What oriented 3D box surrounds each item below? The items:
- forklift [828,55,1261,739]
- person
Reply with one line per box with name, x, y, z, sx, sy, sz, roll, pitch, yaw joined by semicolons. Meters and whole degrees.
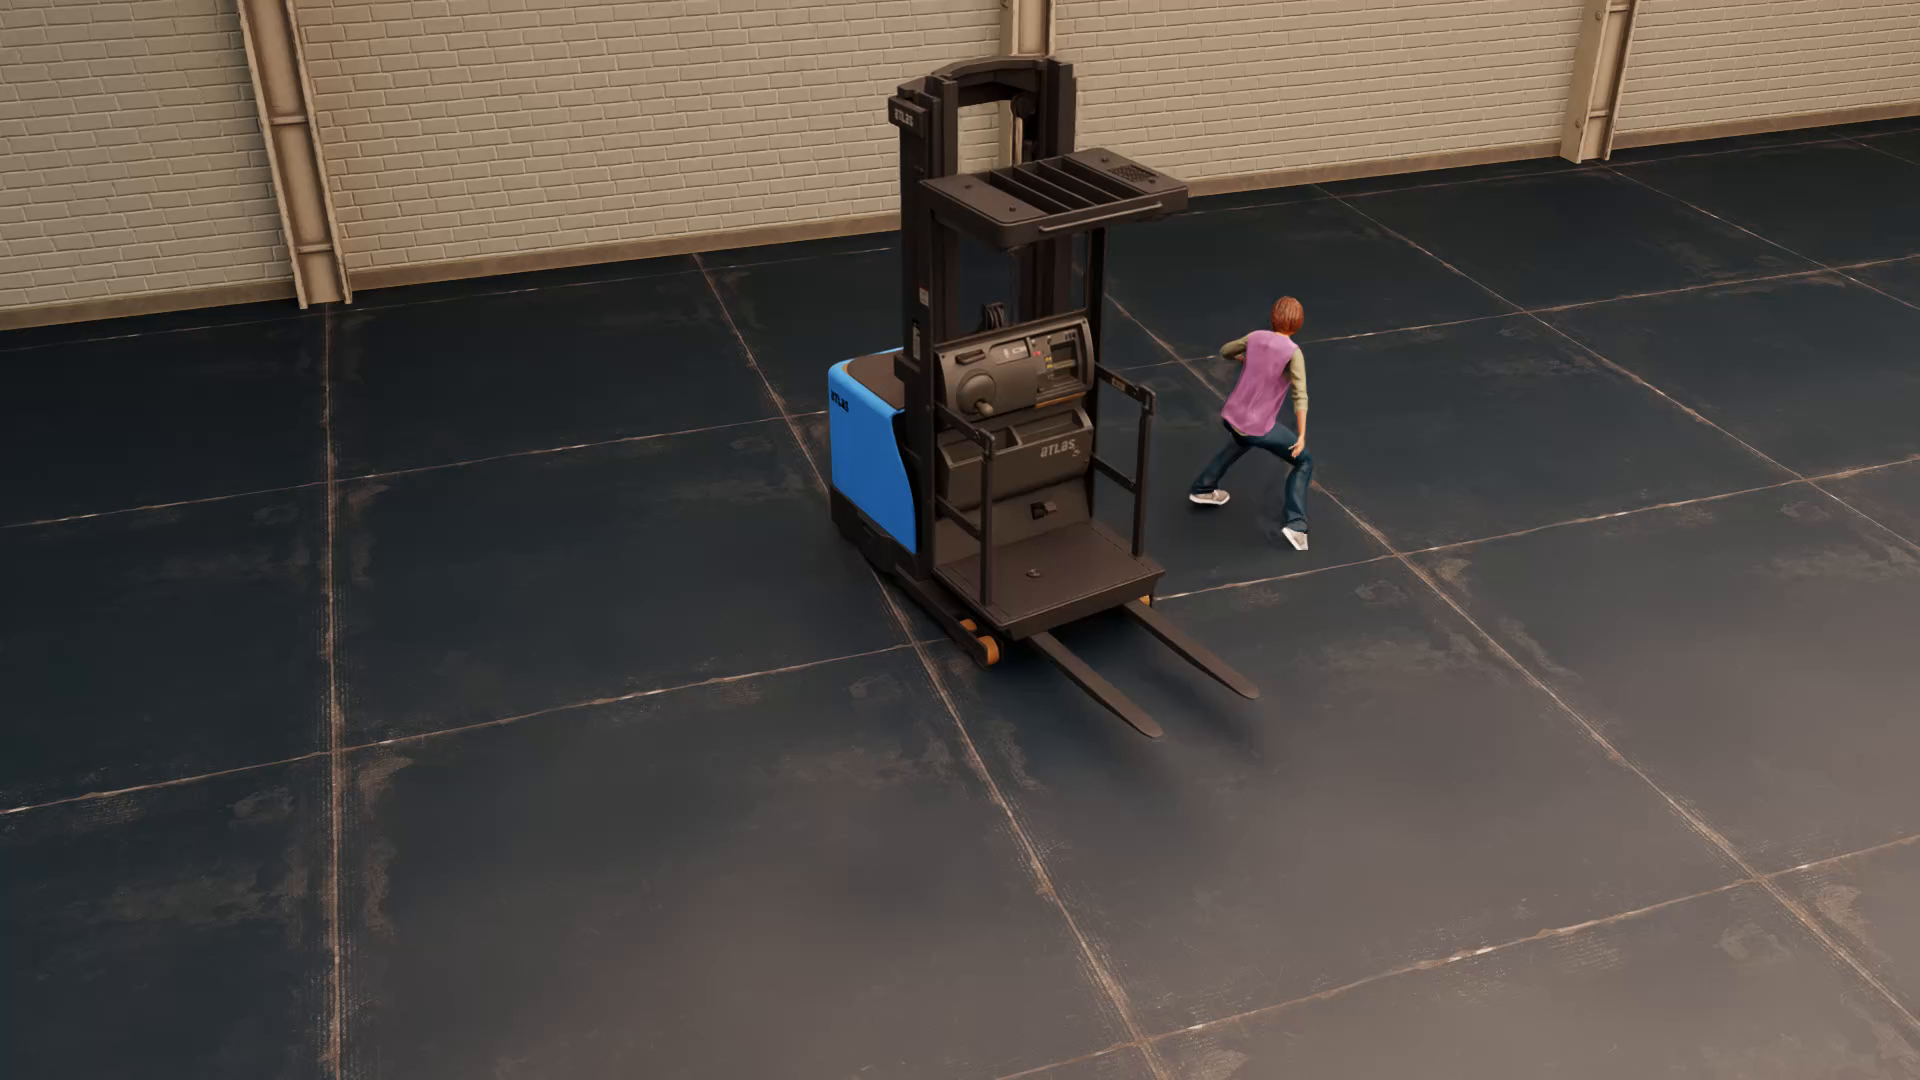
forklift;0.416;-0.862;8.584;1.130;2.935;3.031;-17;34;-27
person;1.829;-0.679;9.852;0.515;1.527;0.907;-19;35;-30
